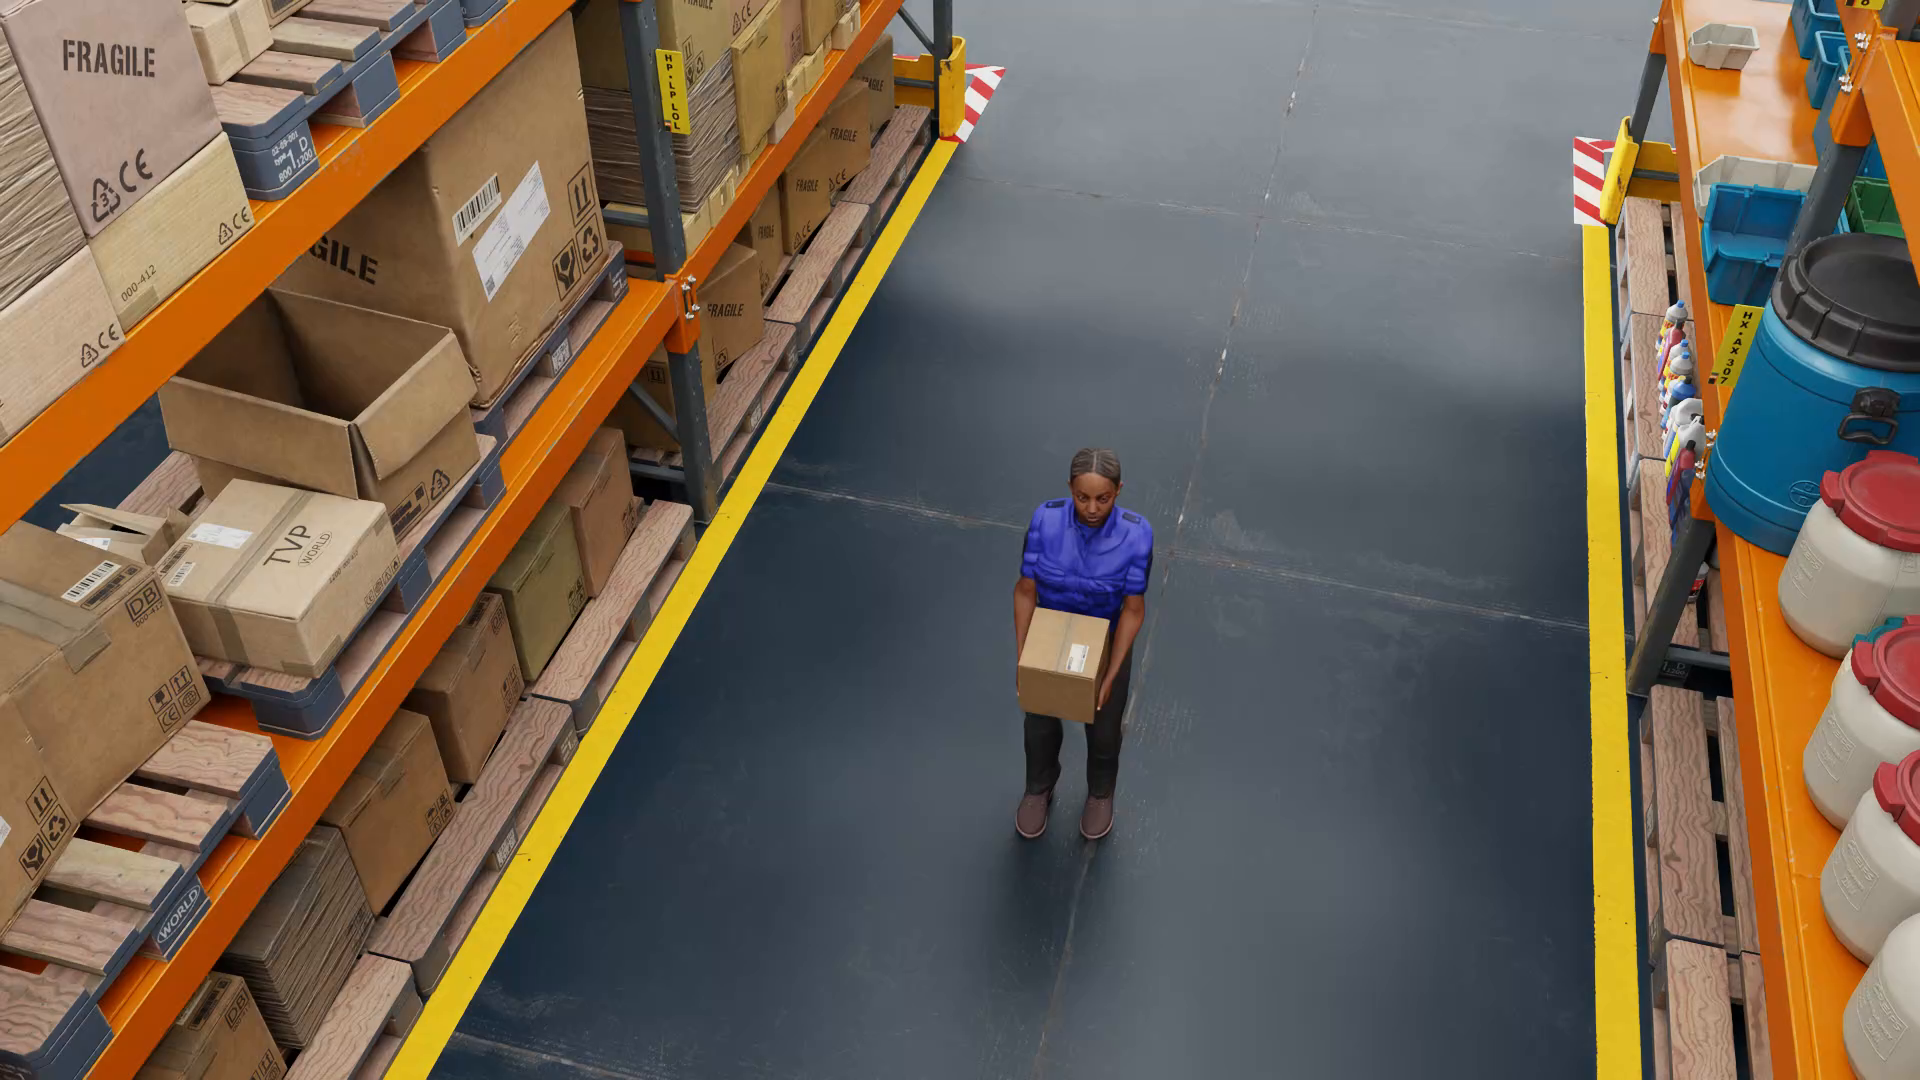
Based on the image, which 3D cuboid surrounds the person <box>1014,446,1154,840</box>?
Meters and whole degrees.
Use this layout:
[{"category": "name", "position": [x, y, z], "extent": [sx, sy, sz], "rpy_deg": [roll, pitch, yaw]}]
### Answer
[{"category": "person", "position": [0.389, 0.420, 5.691], "extent": [0.445, 1.656, 0.496], "rpy_deg": [10, 42, 11]}]
